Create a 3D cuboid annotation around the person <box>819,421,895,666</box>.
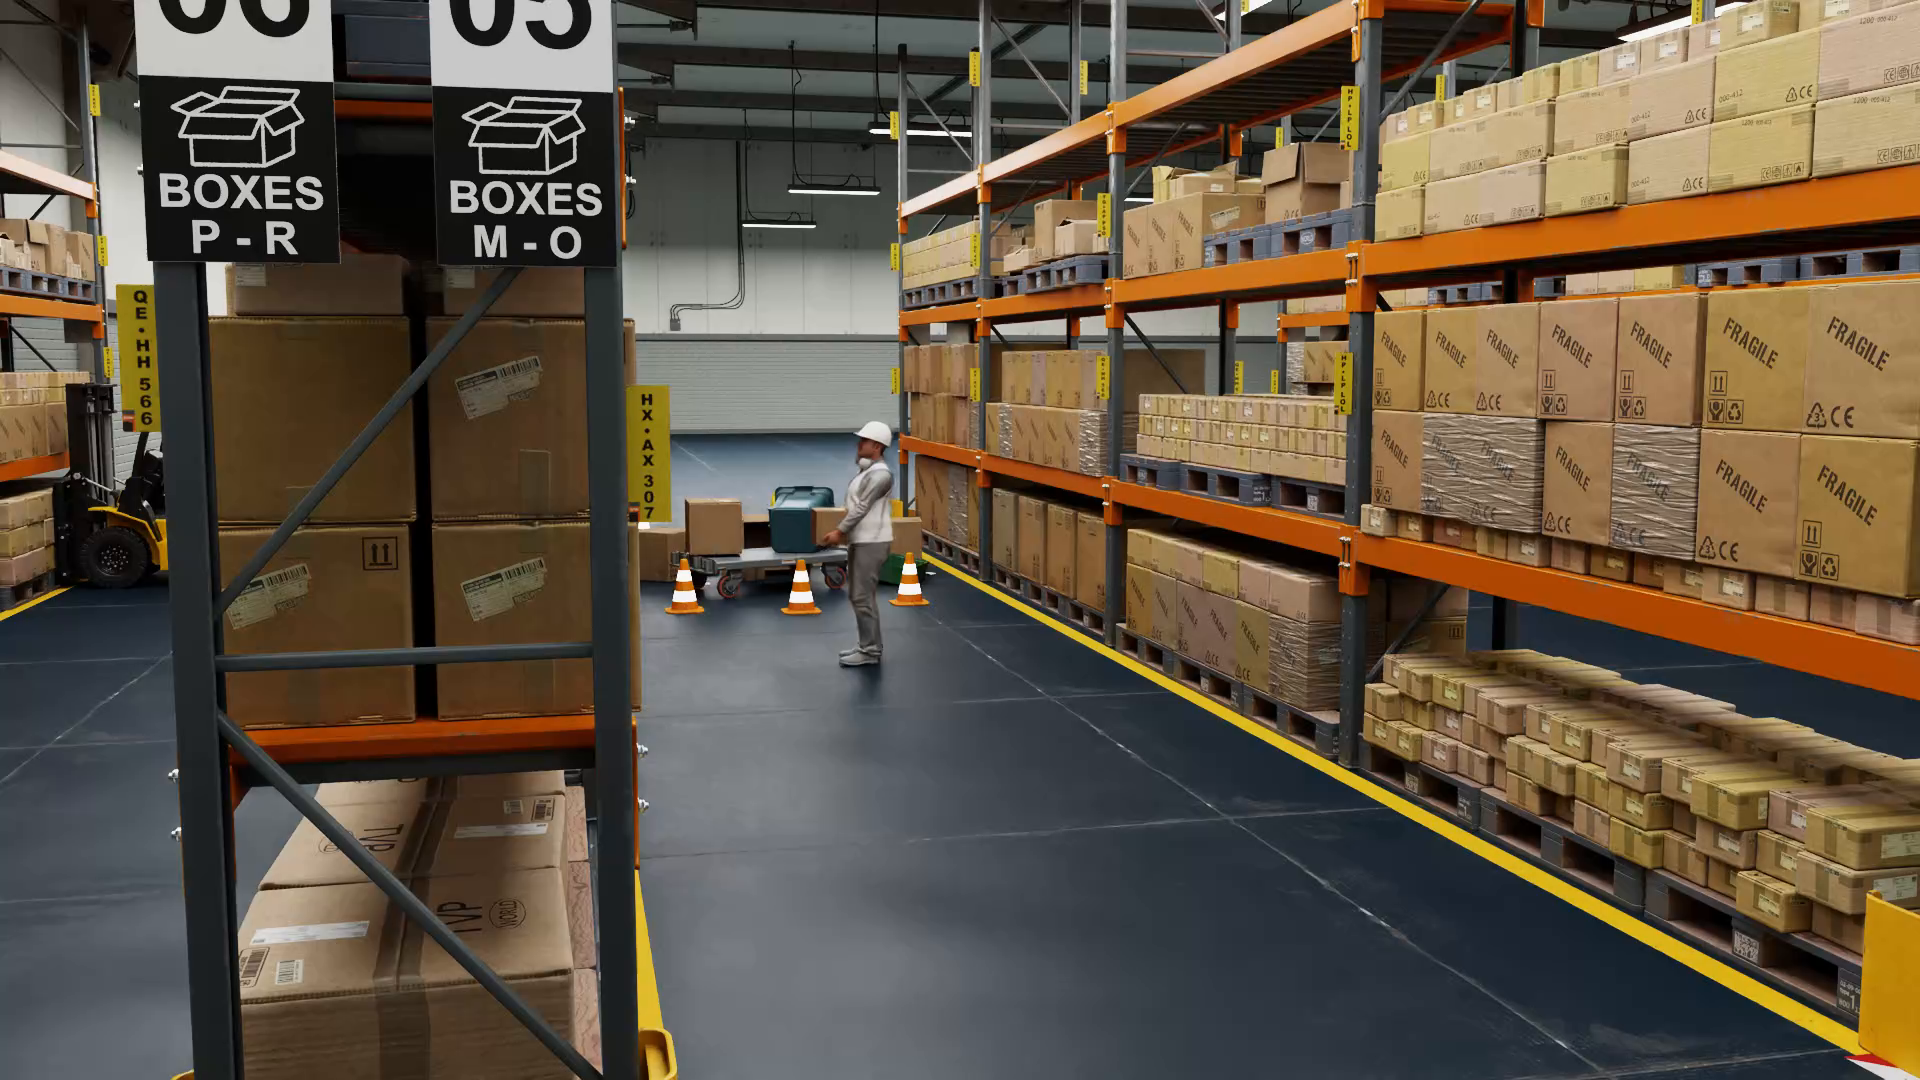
[{"bbox_3d":[-0.765,0.025,12.091,0.551,1.770,0.500,-2,6,-15],"label":"person"}]
